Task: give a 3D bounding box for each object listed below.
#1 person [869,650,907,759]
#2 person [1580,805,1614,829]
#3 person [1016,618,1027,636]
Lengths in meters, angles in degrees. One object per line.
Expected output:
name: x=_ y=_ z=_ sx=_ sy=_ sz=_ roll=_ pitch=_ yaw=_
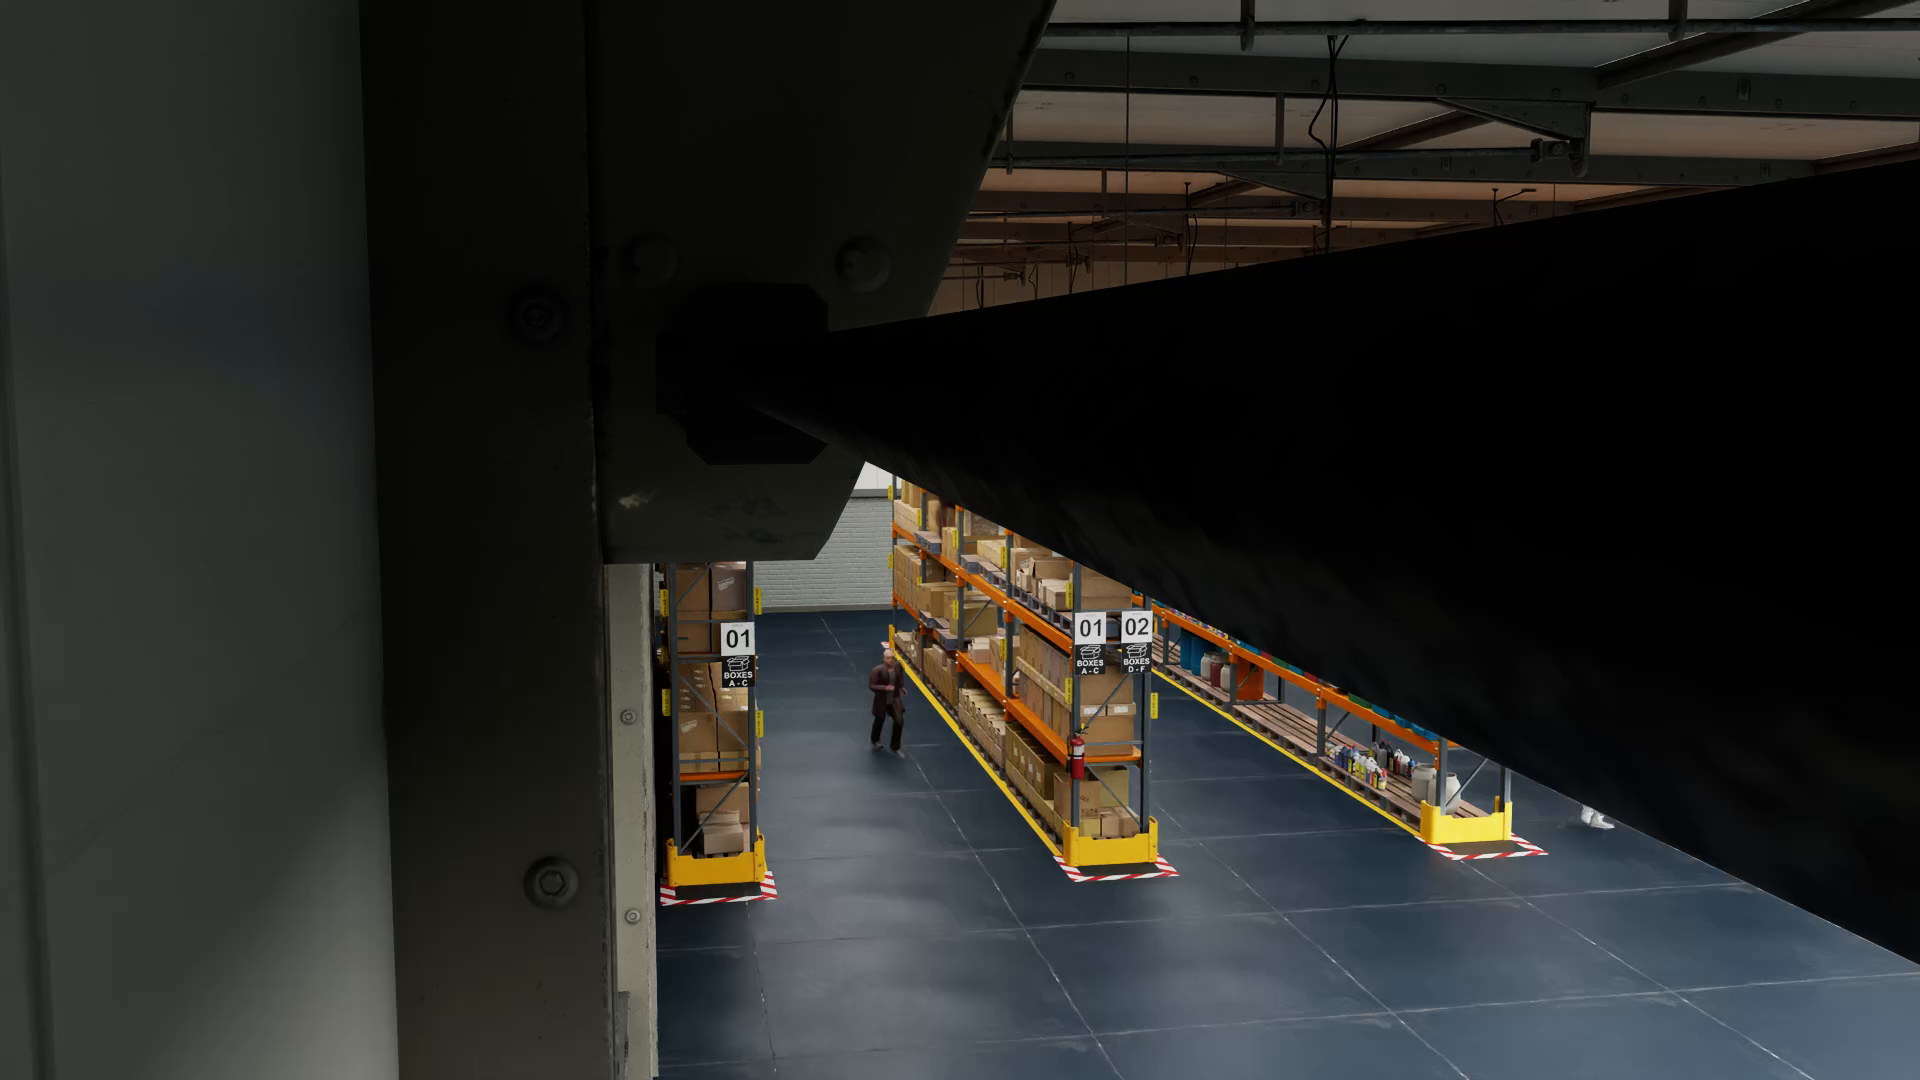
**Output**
person: x=-1.171 y=2.596 z=26.643 sx=0.710 sy=1.758 sz=1.058 roll=-2 pitch=7 yaw=-21
person: x=8.781 y=3.050 z=22.435 sx=0.716 sy=1.734 sz=0.619 roll=-6 pitch=8 yaw=-42
person: x=1.391 y=1.655 z=35.971 sx=0.554 sy=1.605 sz=0.631 roll=-3 pitch=7 yaw=-25
